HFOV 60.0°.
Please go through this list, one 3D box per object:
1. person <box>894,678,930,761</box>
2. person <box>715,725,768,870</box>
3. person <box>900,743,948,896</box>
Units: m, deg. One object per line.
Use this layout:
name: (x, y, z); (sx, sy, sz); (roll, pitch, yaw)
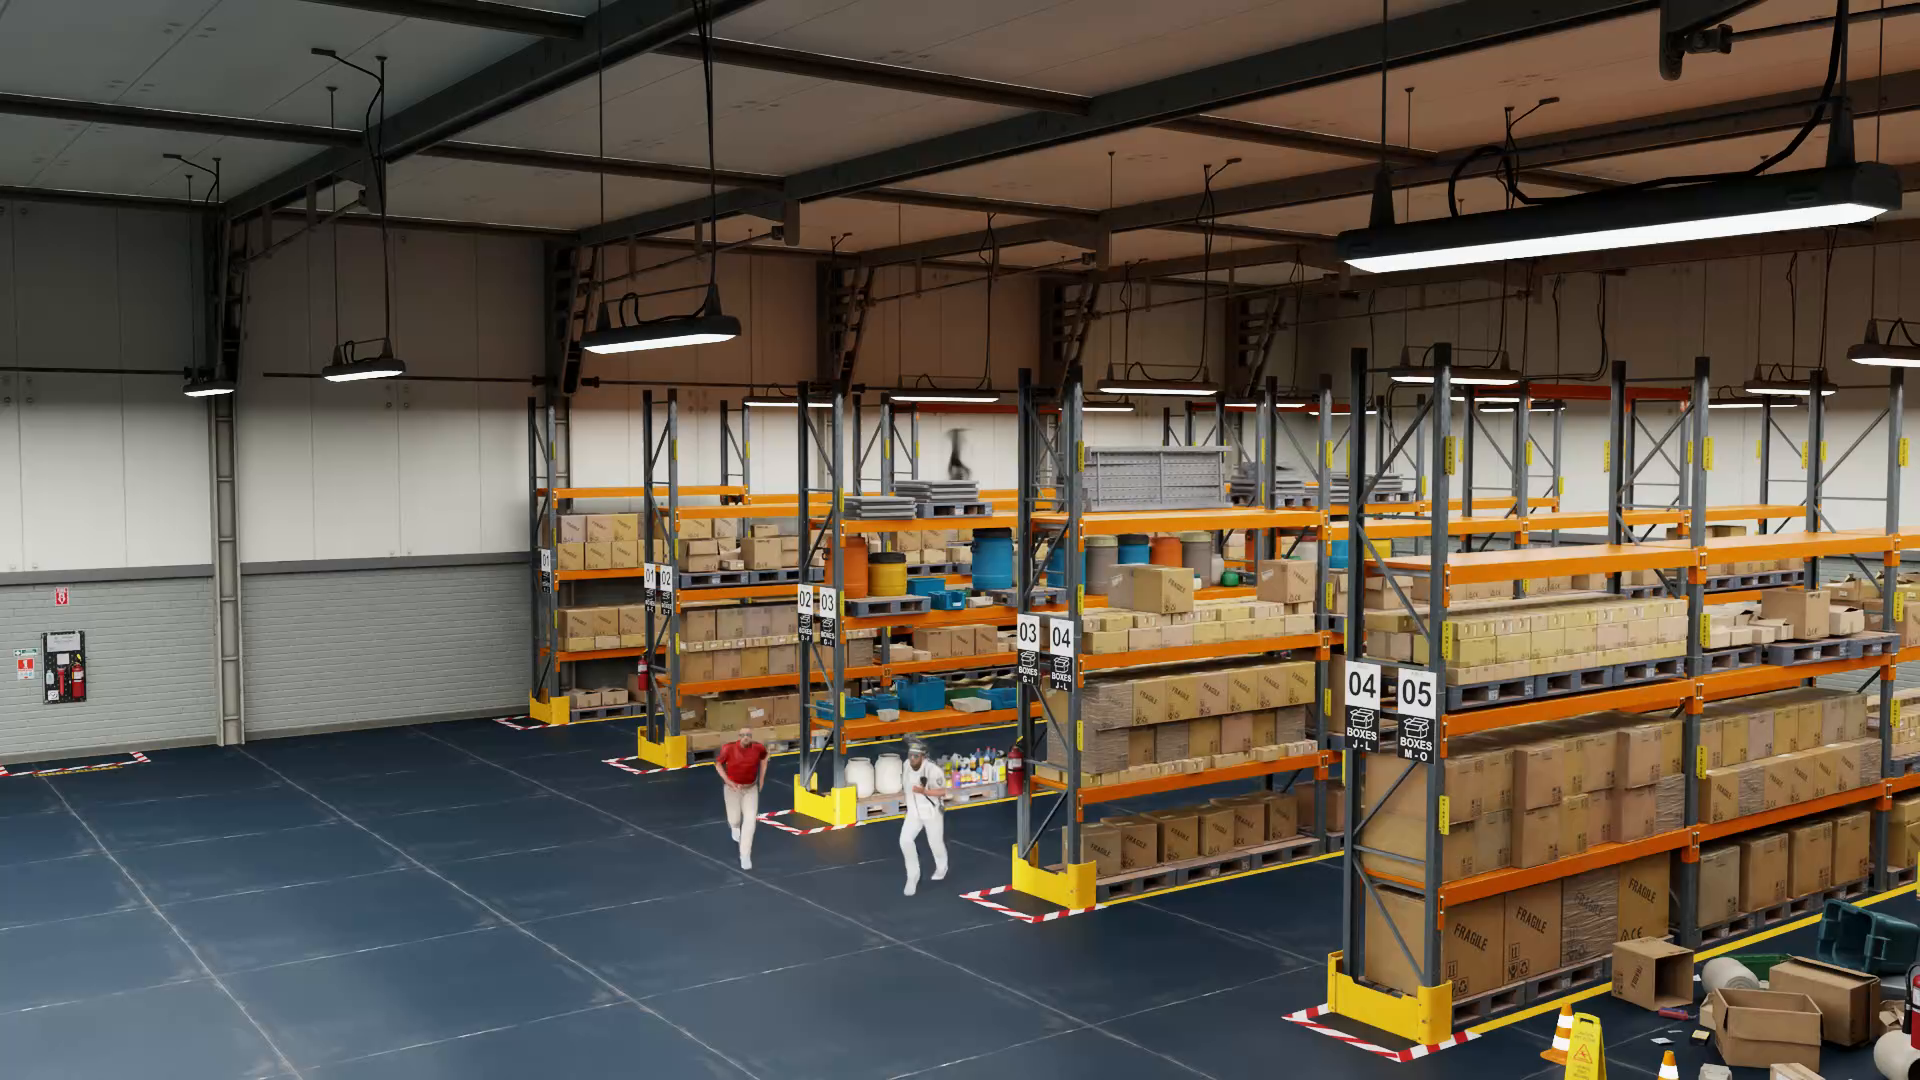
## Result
person: (-0.750, 2.887, 26.398); (0.570, 1.432, 0.829); (3, 4, 40)
person: (-2.699, 3.117, 20.582); (0.663, 1.732, 1.082); (-1, 3, -12)
person: (-0.390, 3.177, 19.190); (0.651, 1.787, 0.970); (1, 4, 22)
